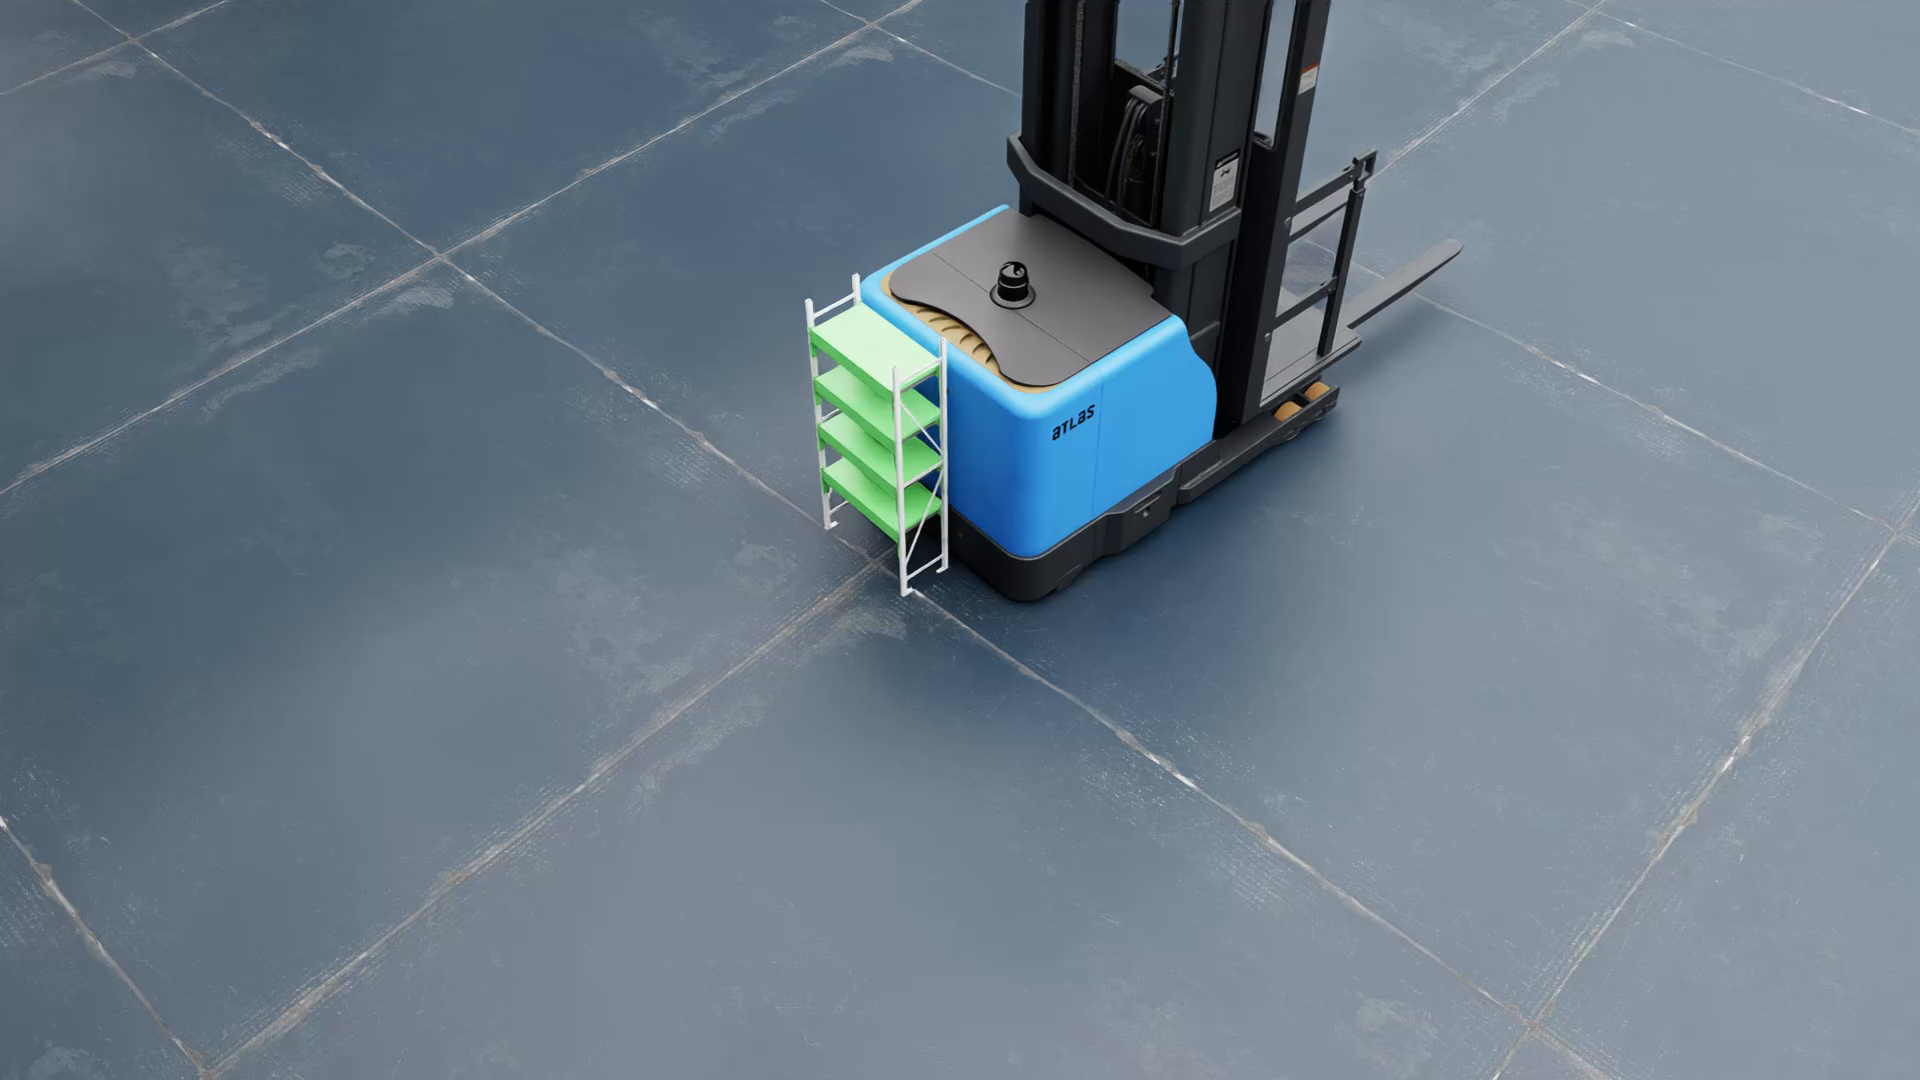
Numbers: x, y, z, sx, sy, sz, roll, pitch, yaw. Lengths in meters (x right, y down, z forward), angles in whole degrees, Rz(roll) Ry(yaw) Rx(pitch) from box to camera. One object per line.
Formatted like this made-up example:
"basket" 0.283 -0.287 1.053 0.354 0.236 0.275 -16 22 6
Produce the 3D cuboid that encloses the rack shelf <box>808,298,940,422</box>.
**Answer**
"rack shelf" -0.304 -0.662 6.086 0.258 0.148 0.480 -33 55 -27

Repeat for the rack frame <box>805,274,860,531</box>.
"rack frame" -0.466 -0.511 6.515 0.240 1.200 0.015 -33 55 -27

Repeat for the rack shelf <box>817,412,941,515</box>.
"rack shelf" -0.304 -0.334 6.437 0.258 0.148 0.480 -33 55 -27

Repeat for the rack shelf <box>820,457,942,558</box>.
"rack shelf" -0.304 -0.170 6.612 0.258 0.148 0.480 -33 55 -27

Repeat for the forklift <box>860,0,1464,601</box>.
"forklift" 1.032 -1.699 6.443 3.031 2.935 1.130 -33 55 -27

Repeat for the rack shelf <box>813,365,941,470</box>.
"rack shelf" -0.304 -0.498 6.262 0.258 0.148 0.480 -33 55 -27

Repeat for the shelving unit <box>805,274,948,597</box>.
"shelving unit" -0.304 -0.378 6.390 0.258 1.200 0.503 -33 55 -27

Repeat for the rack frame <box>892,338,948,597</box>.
"rack frame" -0.142 -0.245 6.265 0.240 1.200 0.015 -33 55 -27
